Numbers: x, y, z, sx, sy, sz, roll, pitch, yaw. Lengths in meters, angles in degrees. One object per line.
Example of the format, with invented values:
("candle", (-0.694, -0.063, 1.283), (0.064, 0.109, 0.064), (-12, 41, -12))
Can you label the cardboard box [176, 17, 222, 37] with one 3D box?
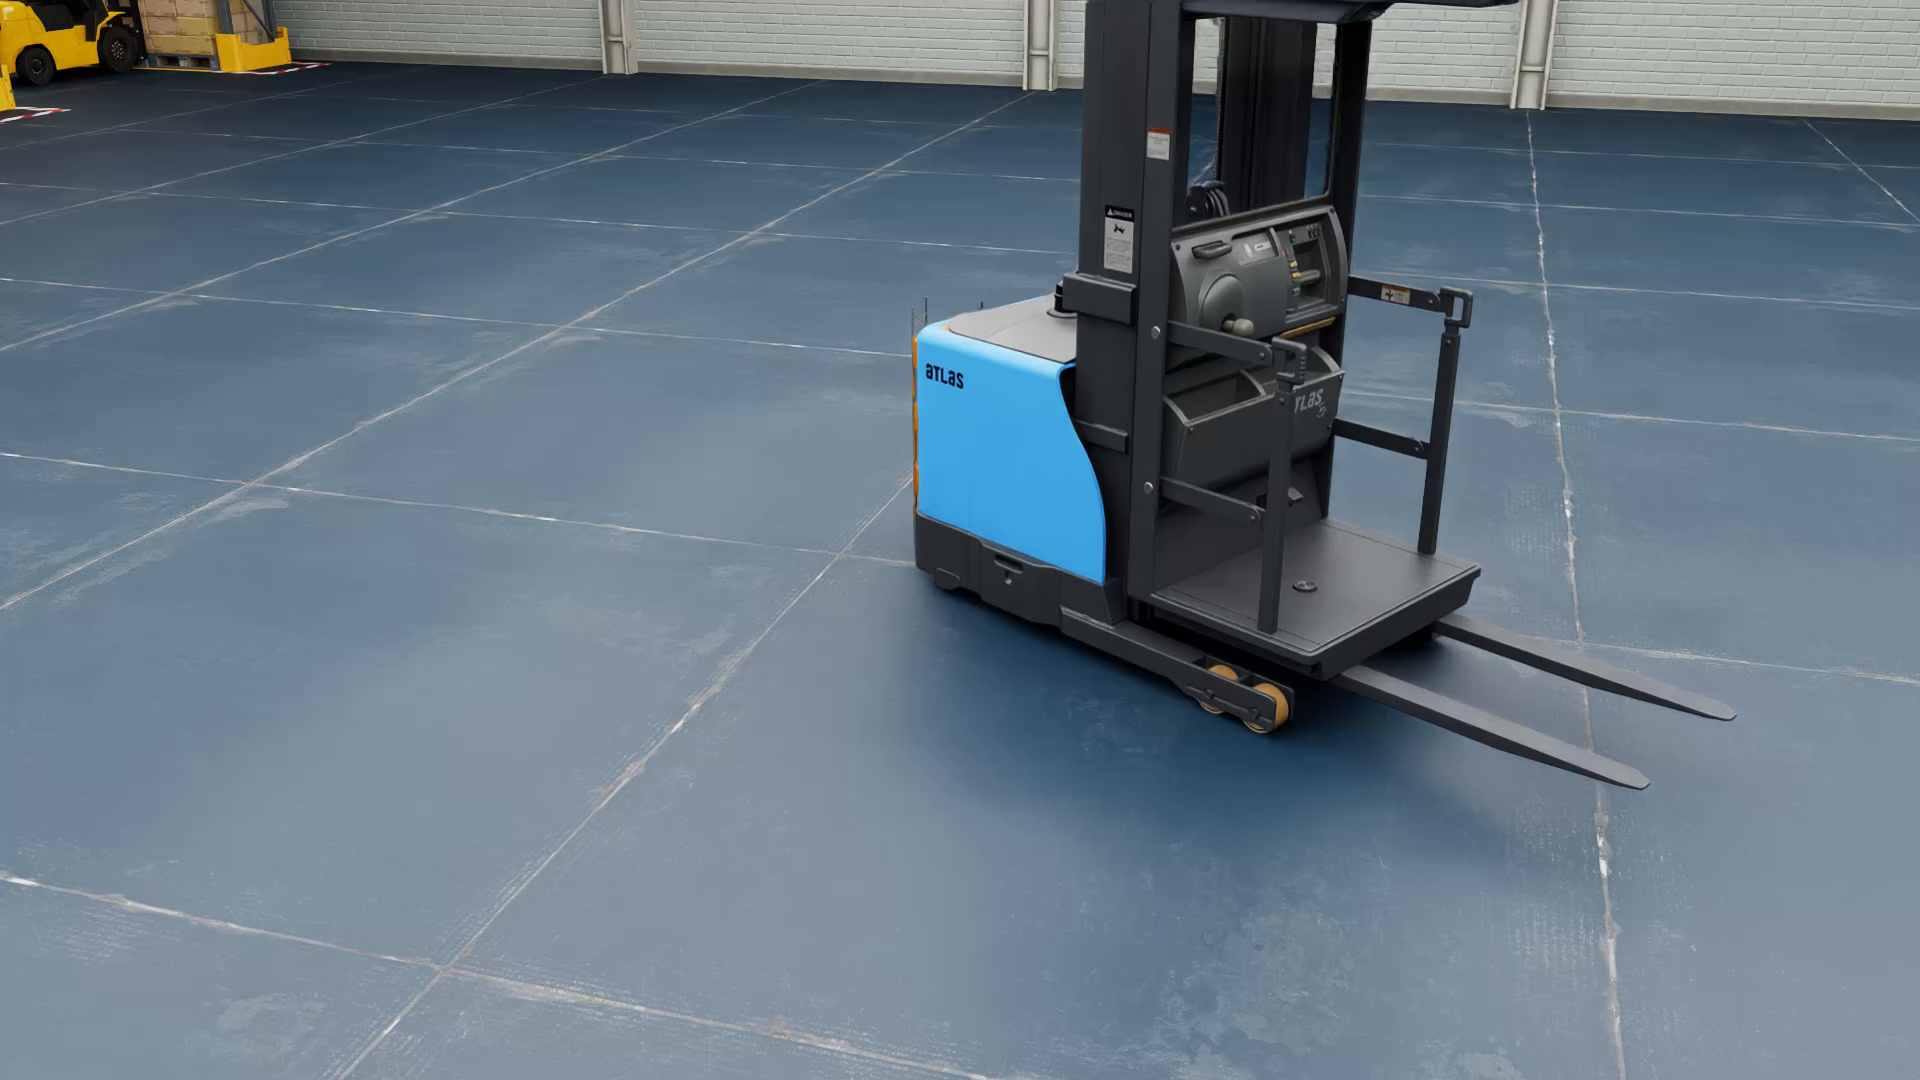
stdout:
("cardboard box", (-10.600, -7.225, 23.343), (0.500, 0.250, 0.500), (6, 23, 15))

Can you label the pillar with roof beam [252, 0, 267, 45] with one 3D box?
("pillar with roof beam", (-11.694, -9.747, 19.175), (0.400, 9.000, 9.100), (7, 23, 16))

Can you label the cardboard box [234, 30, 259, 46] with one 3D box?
("cardboard box", (-10.458, -7.179, 23.889), (0.500, 0.250, 0.500), (7, 23, 16))

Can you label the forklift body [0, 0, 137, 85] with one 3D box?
("forklift body", (-12.387, -7.284, 22.194), (1.214, 2.155, 2.313), (7, 23, 16))

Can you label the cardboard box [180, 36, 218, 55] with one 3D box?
("cardboard box", (-10.585, -6.991, 23.430), (0.500, 0.250, 0.500), (7, 23, 16))

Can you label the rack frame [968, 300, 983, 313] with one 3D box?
("rack frame", (0.066, -0.478, 7.052), (0.008, 1.050, 0.200), (7, 23, 16))

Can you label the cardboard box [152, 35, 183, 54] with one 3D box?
("cardboard box", (-11.059, -7.049, 23.572), (0.500, 0.250, 0.500), (7, 23, 15))

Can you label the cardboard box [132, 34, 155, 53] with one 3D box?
("cardboard box", (-11.535, -7.107, 23.713), (0.500, 0.250, 0.500), (7, 23, 16))

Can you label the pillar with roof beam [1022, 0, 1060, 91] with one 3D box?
("pillar with roof beam", (-0.205, -8.432, 15.968), (0.400, 9.000, 9.100), (7, 23, 16))

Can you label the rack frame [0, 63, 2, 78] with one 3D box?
("rack frame", (-11.474, -6.328, 18.745), (0.127, 3.000, 1.000), (7, 23, 16))

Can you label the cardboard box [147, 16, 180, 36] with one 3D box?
("cardboard box", (-11.077, -7.284, 23.487), (0.500, 0.250, 0.500), (6, 23, 15))

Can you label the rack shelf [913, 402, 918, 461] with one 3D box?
("rack shelf", (-0.051, -0.482, 7.089), (0.240, 0.259, 0.215), (7, 23, 16))

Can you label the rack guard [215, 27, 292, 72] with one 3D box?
("rack guard", (-10.021, -6.973, 23.611), (0.348, 0.500, 1.175), (7, 23, 16))

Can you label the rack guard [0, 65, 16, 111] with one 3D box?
("rack guard", (-11.547, -5.180, 19.240), (0.348, 0.500, 1.175), (7, 23, 16))

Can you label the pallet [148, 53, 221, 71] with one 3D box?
("pallet", (-10.788, -6.911, 23.839), (1.213, 0.211, 1.003), (7, 23, 16))

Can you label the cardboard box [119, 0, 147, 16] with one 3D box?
("cardboard box", (-11.552, -7.560, 23.499), (0.500, 0.250, 0.500), (7, 23, 16))

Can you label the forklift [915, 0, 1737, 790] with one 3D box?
("forklift", (1.200, -0.918, 5.647), (1.130, 2.935, 3.031), (-20, 30, -40))

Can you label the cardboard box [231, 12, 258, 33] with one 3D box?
("cardboard box", (-10.434, -7.413, 23.799), (0.500, 0.250, 0.500), (7, 23, 16))

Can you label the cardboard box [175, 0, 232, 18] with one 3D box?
("cardboard box", (-10.575, -7.454, 23.242), (0.500, 0.250, 0.500), (7, 23, 17))

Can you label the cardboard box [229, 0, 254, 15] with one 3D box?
("cardboard box", (-10.450, -7.638, 23.691), (0.500, 0.250, 0.500), (6, 23, 15))

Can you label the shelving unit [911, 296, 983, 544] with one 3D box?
("shelving unit", (-0.051, -0.492, 7.085), (0.252, 1.050, 0.215), (7, 23, 16))

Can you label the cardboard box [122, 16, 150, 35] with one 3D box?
("cardboard box", (-11.578, -7.333, 23.606), (0.500, 0.250, 0.500), (6, 23, 14))

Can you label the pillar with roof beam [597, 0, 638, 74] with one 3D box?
("pillar with roof beam", (-5.950, -9.090, 17.572), (0.400, 9.000, 9.100), (7, 23, 16))

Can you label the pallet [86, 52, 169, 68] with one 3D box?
("pallet", (-11.953, -7.045, 24.167), (1.213, 0.211, 1.003), (7, 23, 15))

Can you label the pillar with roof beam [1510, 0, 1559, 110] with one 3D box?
("pillar with roof beam", (5.539, -7.774, 14.365), (0.400, 9.000, 9.100), (7, 23, 16))

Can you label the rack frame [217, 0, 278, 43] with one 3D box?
("rack frame", (-10.044, -8.132, 23.143), (0.127, 3.000, 1.000), (7, 23, 16))

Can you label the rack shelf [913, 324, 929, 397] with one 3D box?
("rack shelf", (-0.051, -0.744, 6.981), (0.240, 0.259, 0.215), (7, 23, 16))

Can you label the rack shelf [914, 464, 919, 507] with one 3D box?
("rack shelf", (-0.051, -0.225, 7.195), (0.240, 0.259, 0.215), (7, 23, 16))

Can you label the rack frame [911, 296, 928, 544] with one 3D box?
("rack frame", (-0.168, -0.505, 7.118), (0.008, 1.050, 0.200), (7, 23, 16))

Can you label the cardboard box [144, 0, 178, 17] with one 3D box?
("cardboard box", (-11.066, -7.508, 23.373), (0.500, 0.250, 0.500), (7, 23, 16))
